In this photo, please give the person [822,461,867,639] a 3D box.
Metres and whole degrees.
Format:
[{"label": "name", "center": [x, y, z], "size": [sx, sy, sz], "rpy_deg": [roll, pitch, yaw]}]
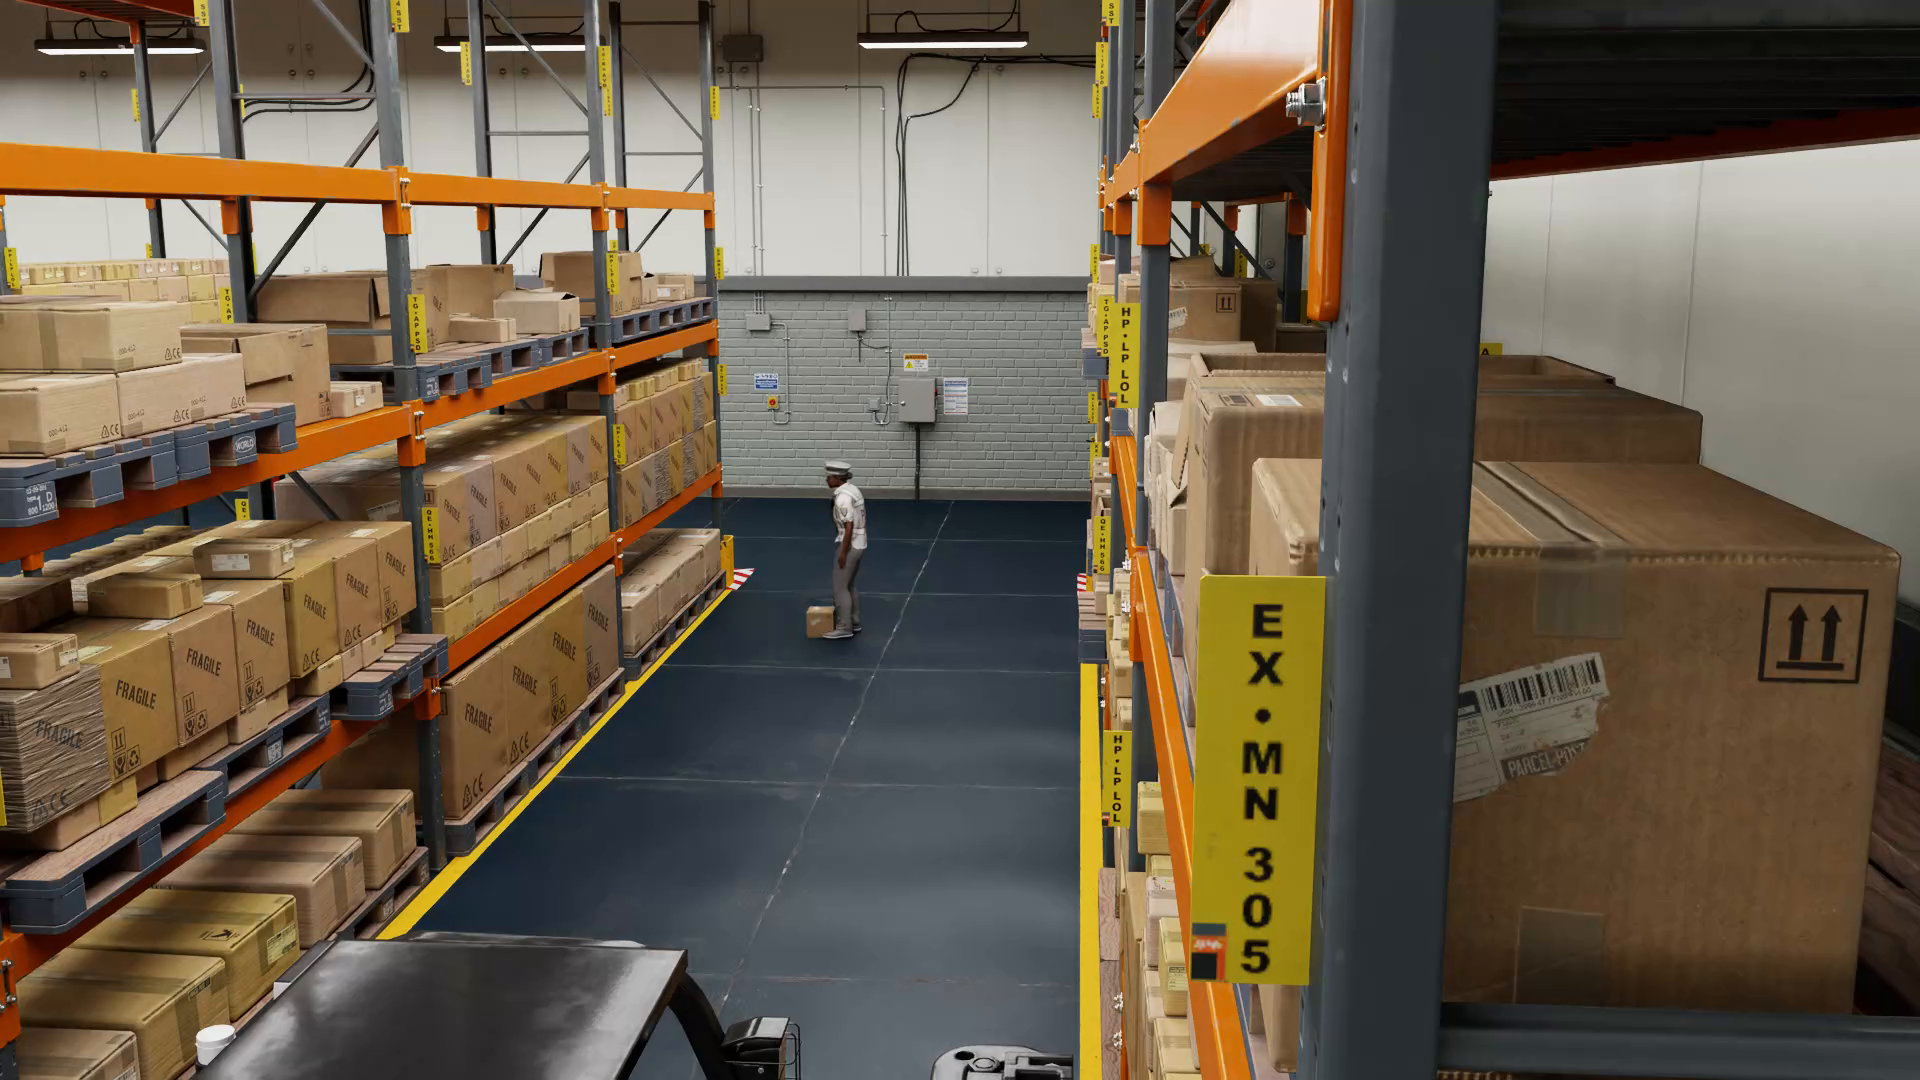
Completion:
[{"label": "person", "center": [-1.079, 0.085, 15.494], "size": [0.426, 1.655, 0.515], "rpy_deg": [0, 11, 1]}]
